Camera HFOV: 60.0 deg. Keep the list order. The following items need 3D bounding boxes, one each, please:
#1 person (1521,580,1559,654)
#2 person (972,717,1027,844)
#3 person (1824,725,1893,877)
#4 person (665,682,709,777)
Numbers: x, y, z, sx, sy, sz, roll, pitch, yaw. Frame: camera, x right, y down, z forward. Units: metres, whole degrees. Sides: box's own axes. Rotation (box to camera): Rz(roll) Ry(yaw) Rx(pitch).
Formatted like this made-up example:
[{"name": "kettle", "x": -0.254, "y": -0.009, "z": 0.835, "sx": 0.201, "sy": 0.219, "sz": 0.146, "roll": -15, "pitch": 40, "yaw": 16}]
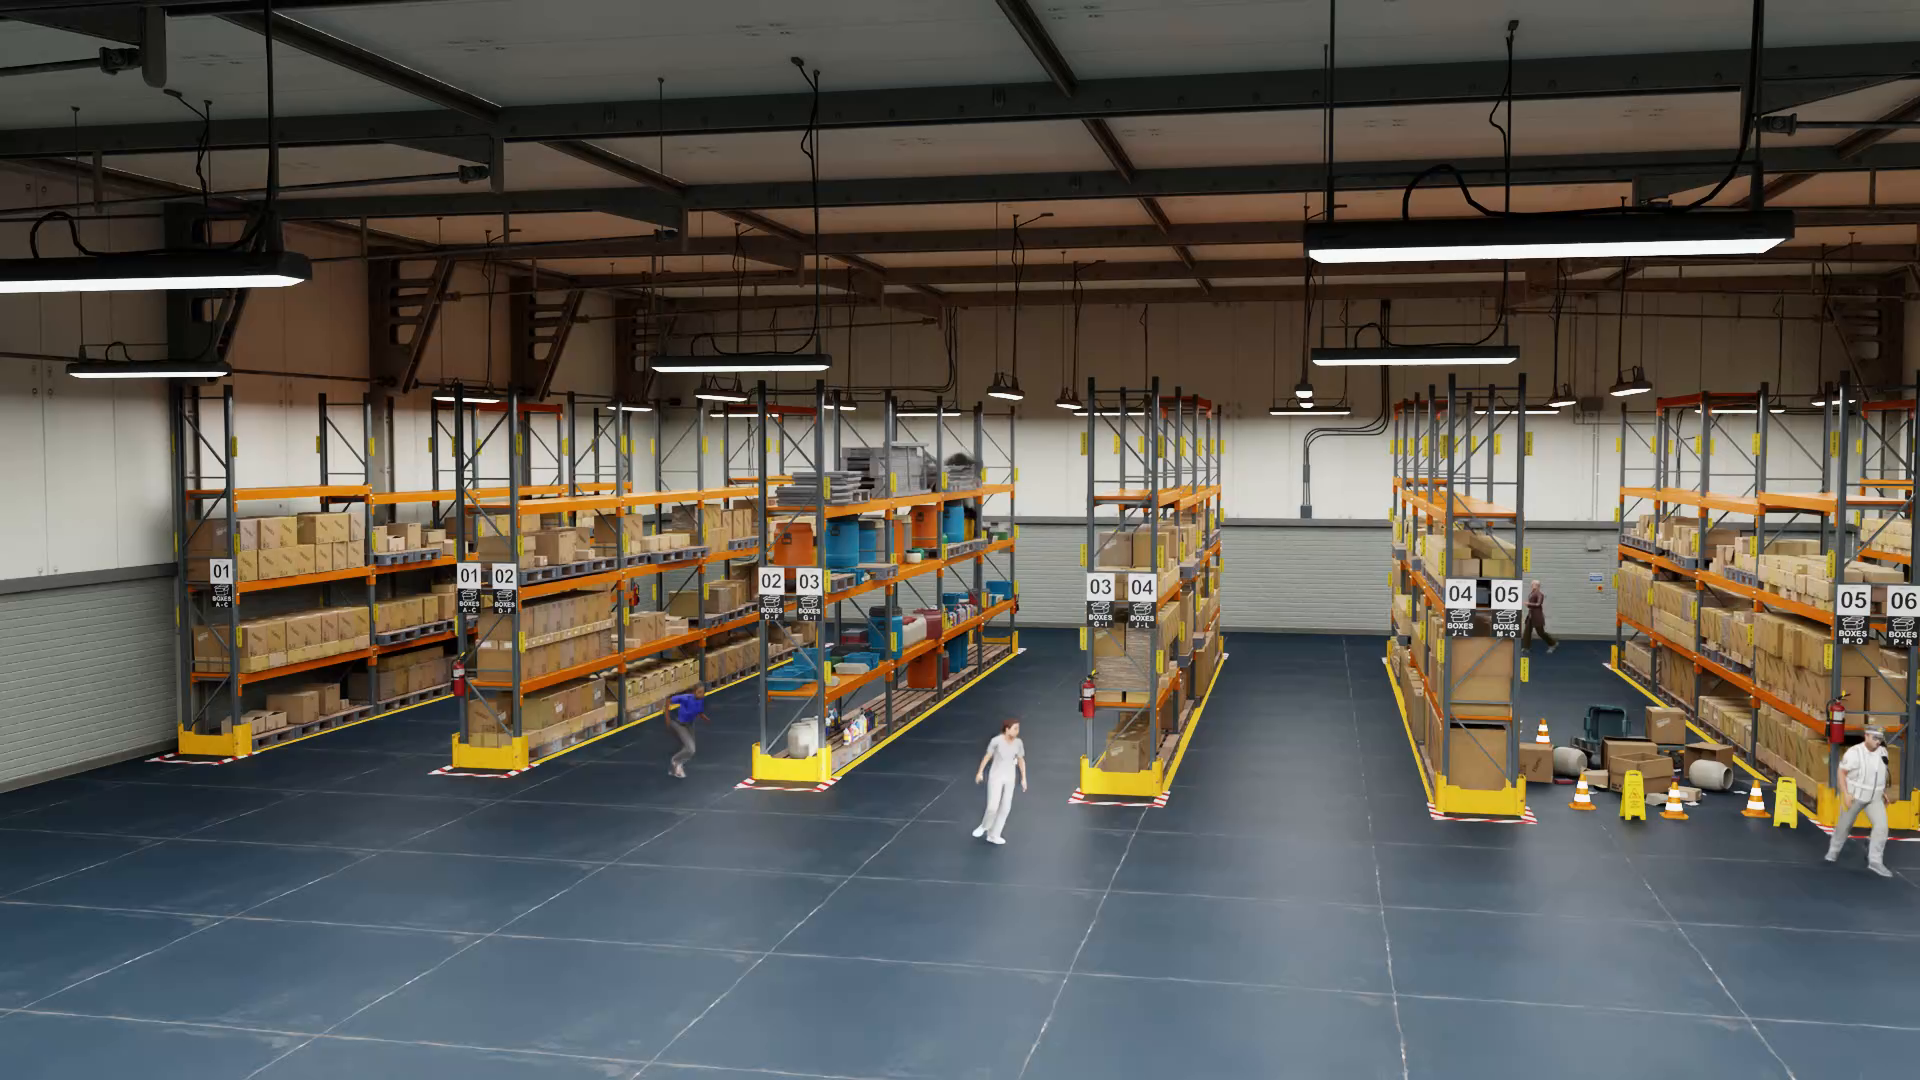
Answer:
[{"name": "person", "x": 13.826, "y": 1.848, "z": 39.849, "sx": 1.067, "sy": 1.768, "sz": 0.702, "roll": 0, "pitch": 3, "yaw": -4}, {"name": "person", "x": 0.498, "y": 3.018, "z": 20.940, "sx": 0.615, "sy": 1.632, "sz": 0.525, "roll": -1, "pitch": 3, "yaw": -22}, {"name": "person", "x": 10.630, "y": 3.011, "z": 19.568, "sx": 0.670, "sy": 1.716, "sz": 0.914, "roll": 0, "pitch": 3, "yaw": -5}, {"name": "person", "x": -4.122, "y": 2.861, "z": 24.973, "sx": 0.853, "sy": 1.484, "sz": 0.603, "roll": 2, "pitch": 4, "yaw": 38}]
